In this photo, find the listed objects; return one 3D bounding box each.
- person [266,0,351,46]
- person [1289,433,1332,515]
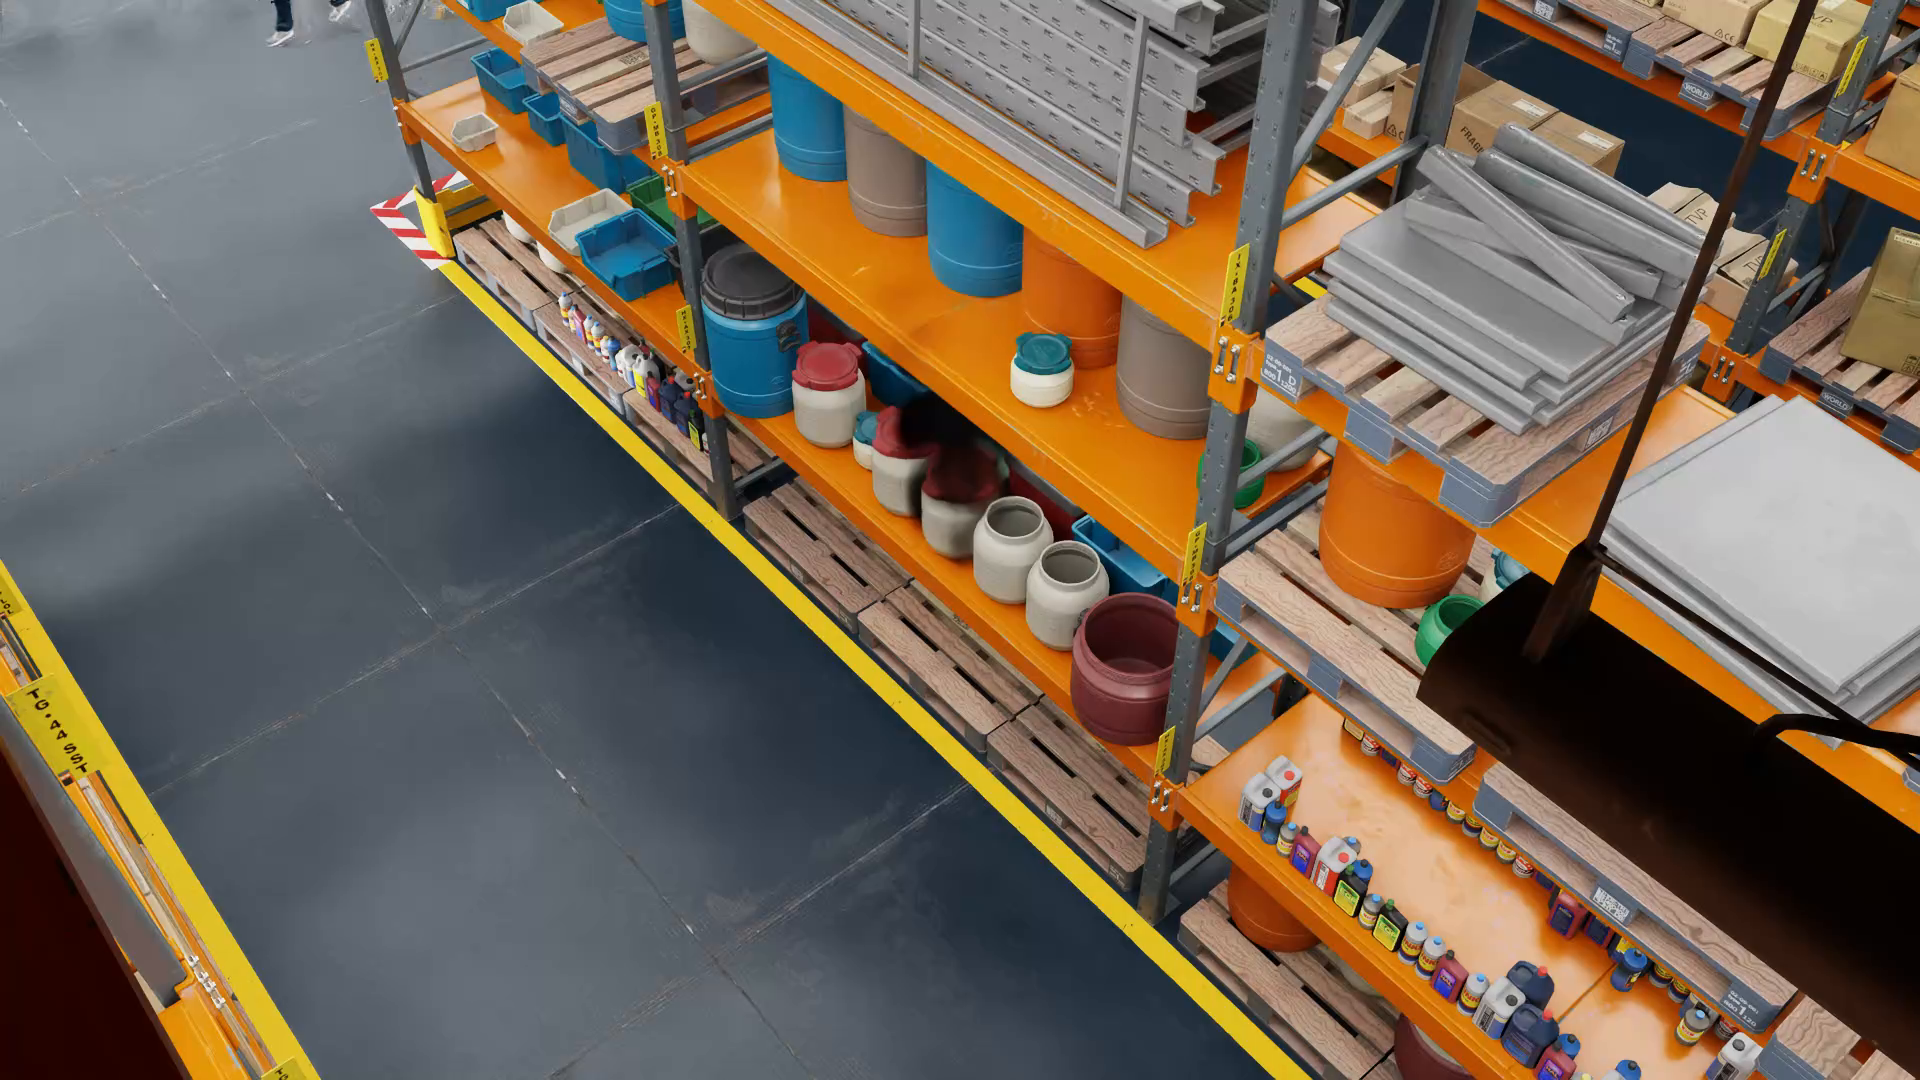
[{"bbox_3d":[-6.005,-5.244,14.828,0.831,1.611,0.566,-18,49,-16],"label":"person"},{"bbox_3d":[2.221,-0.437,9.918,0.577,1.596,0.529,34,55,28],"label":"person"}]
